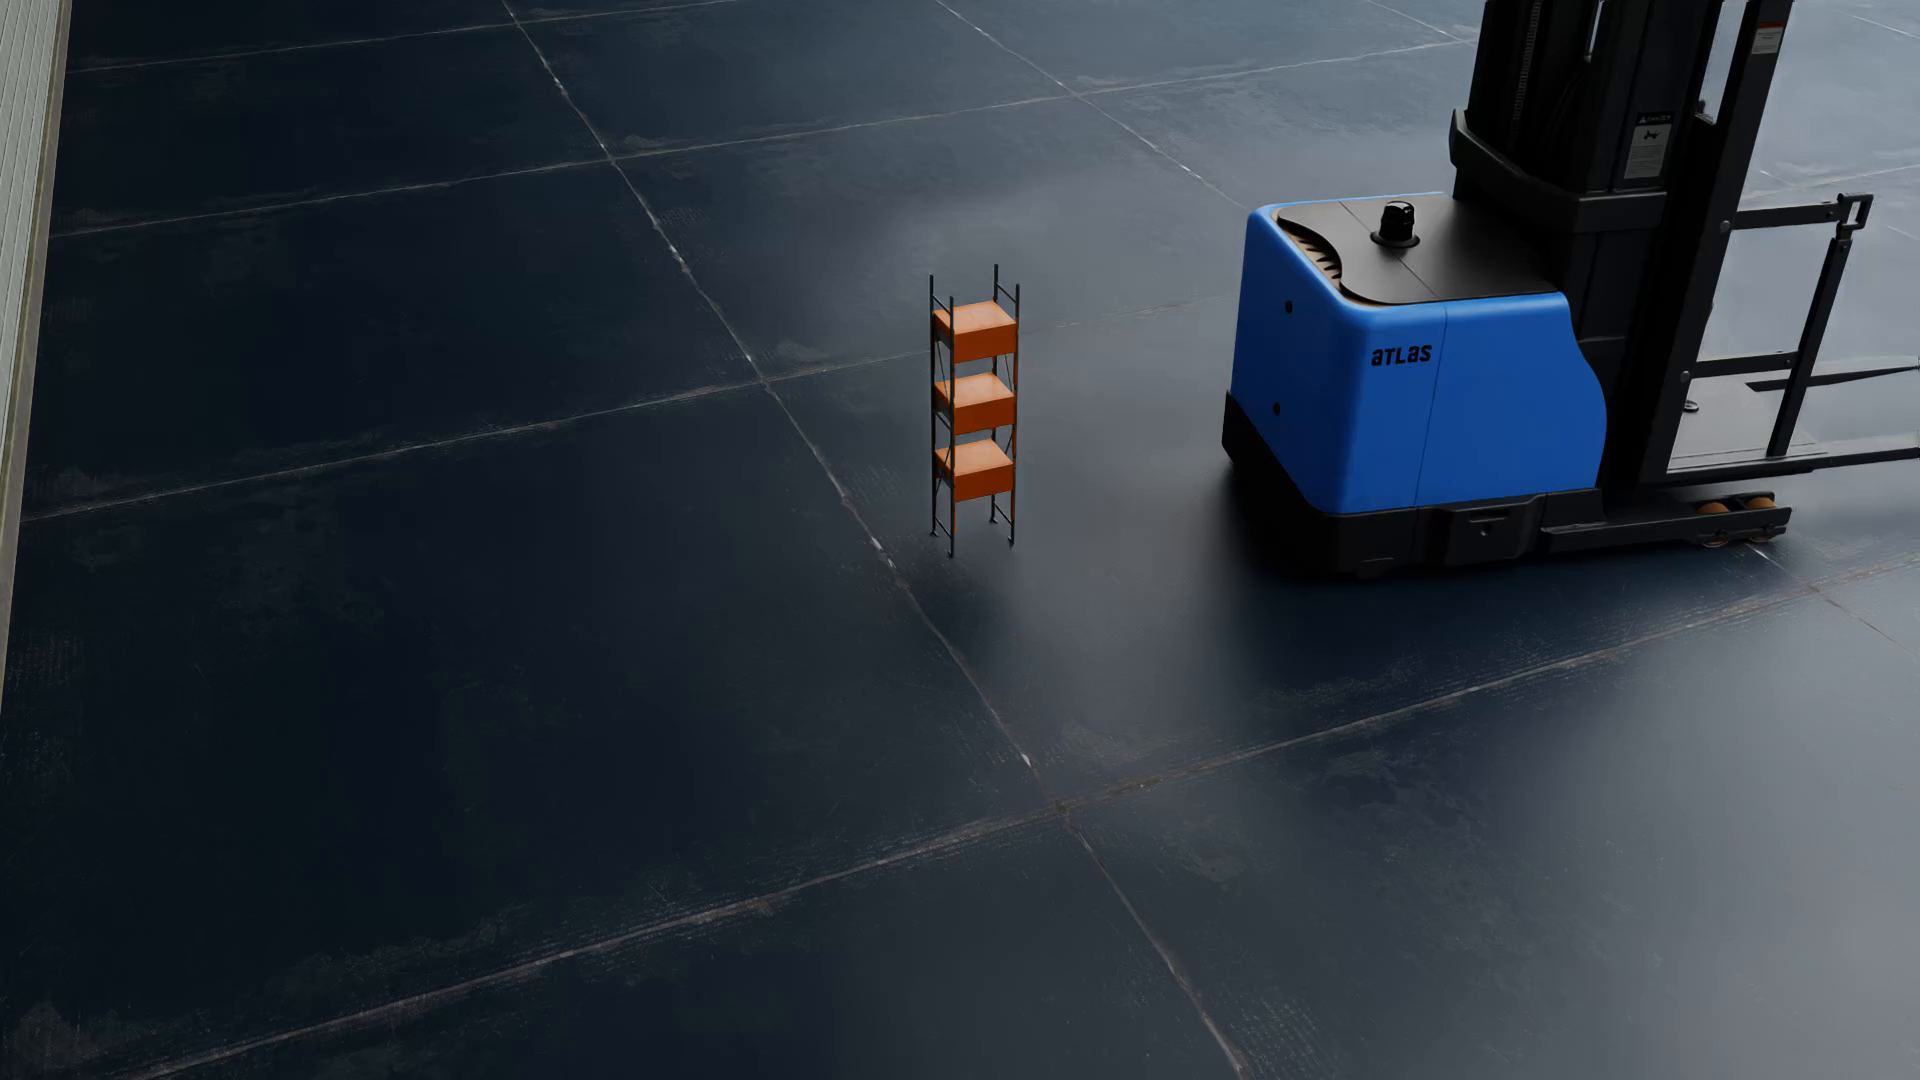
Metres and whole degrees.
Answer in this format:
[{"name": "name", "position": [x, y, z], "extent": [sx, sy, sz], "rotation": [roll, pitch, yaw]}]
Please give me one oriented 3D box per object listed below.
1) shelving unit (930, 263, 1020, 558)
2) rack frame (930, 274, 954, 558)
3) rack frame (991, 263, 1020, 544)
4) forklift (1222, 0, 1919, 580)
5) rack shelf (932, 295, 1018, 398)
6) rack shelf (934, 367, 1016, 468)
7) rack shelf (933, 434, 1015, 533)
[{"name": "shelving unit", "position": [0.049, -0.451, 5.981], "extent": [0.252, 1.050, 0.215], "rotation": [-13, 35, -19]}, {"name": "rack frame", "position": [-0.063, -0.426, 5.941], "extent": [0.008, 1.050, 0.200], "rotation": [-13, 35, -19]}, {"name": "rack frame", "position": [0.162, -0.477, 6.021], "extent": [0.008, 1.050, 0.200], "rotation": [-13, 35, -19]}, {"name": "forklift", "position": [2.625, -1.477, 5.832], "extent": [3.031, 2.935, 1.130], "rotation": [-6, 34, -9]}, {"name": "rack shelf", "position": [0.049, -0.680, 5.832], "extent": [0.240, 0.259, 0.215], "rotation": [-13, 35, -19]}, {"name": "rack shelf", "position": [0.049, -0.442, 5.987], "extent": [0.240, 0.259, 0.215], "rotation": [-13, 35, -19]}, {"name": "rack shelf", "position": [0.049, -0.210, 6.138], "extent": [0.240, 0.259, 0.215], "rotation": [-13, 35, -19]}]
